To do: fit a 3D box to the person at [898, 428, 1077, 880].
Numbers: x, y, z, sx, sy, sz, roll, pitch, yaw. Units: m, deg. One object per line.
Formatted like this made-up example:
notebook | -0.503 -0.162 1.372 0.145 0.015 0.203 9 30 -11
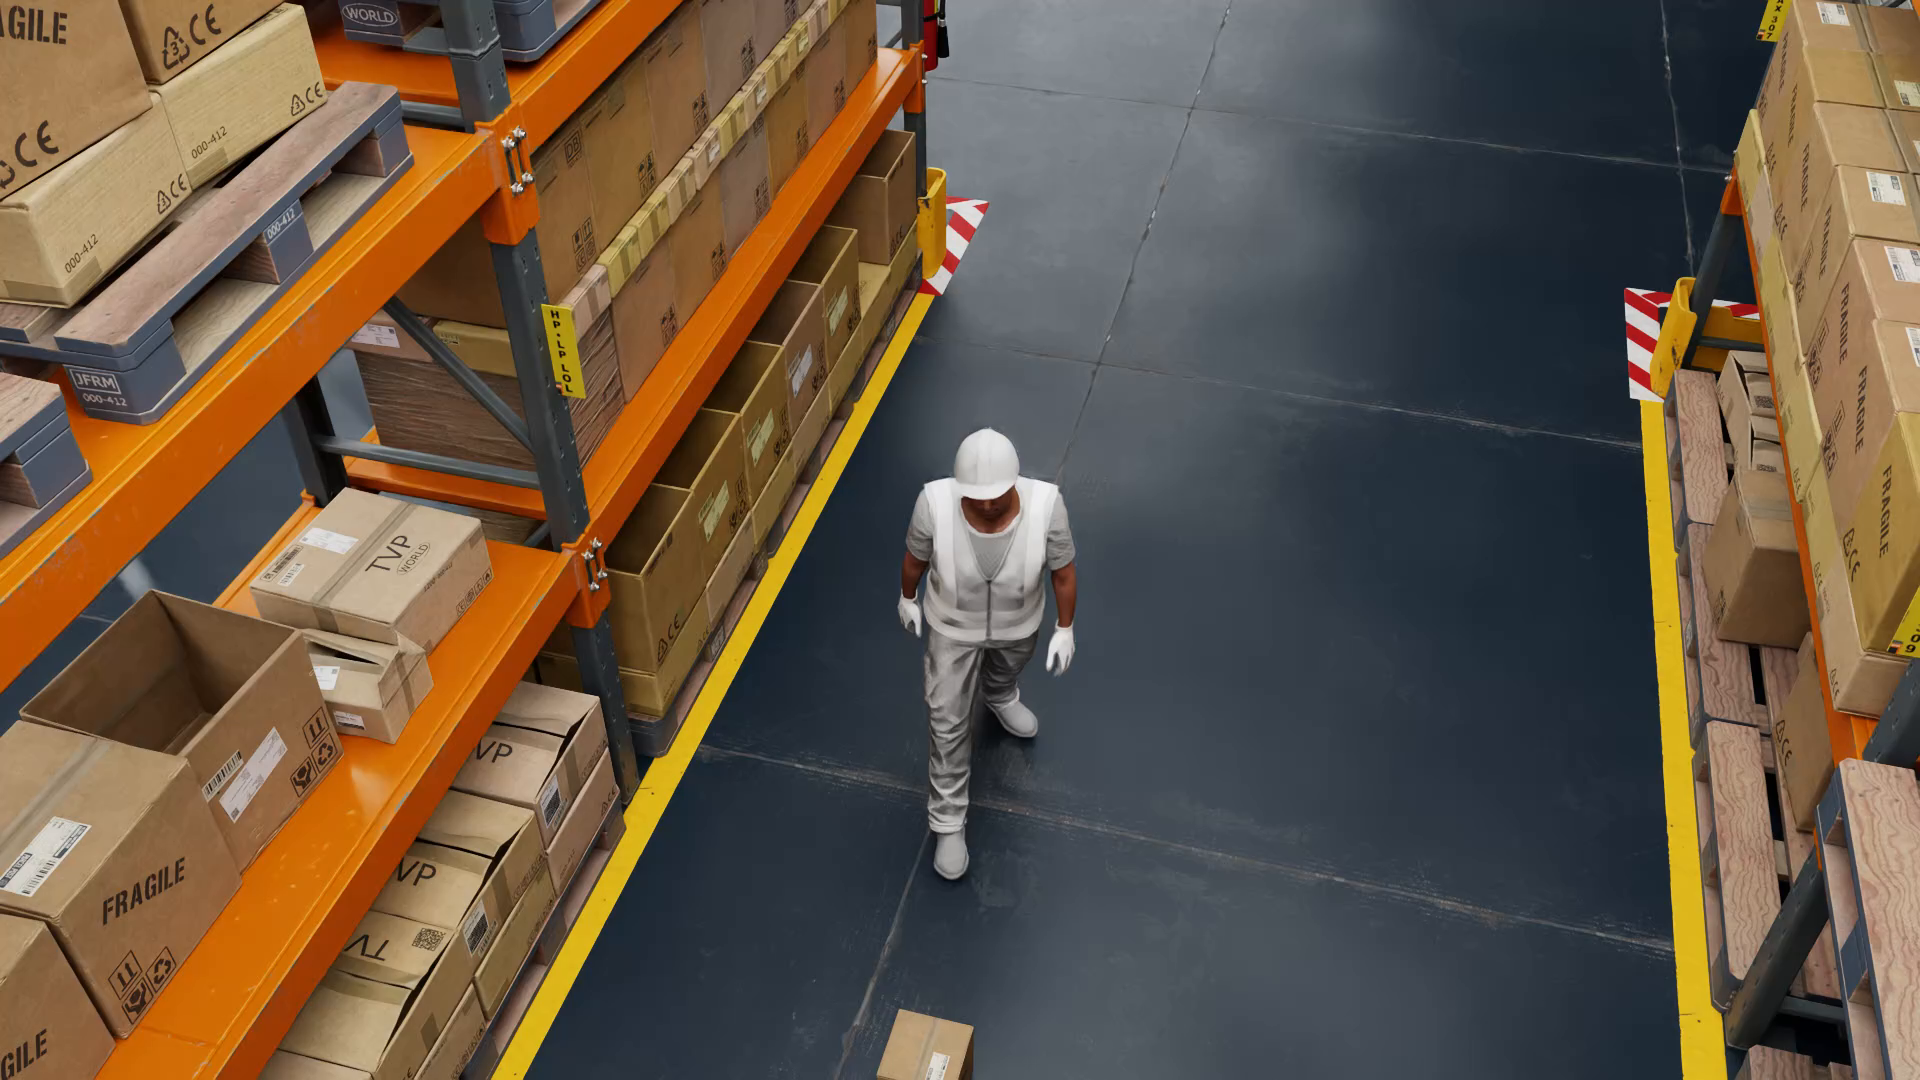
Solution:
person | 0.099 0.290 5.823 0.607 1.737 0.944 -4 41 -5
